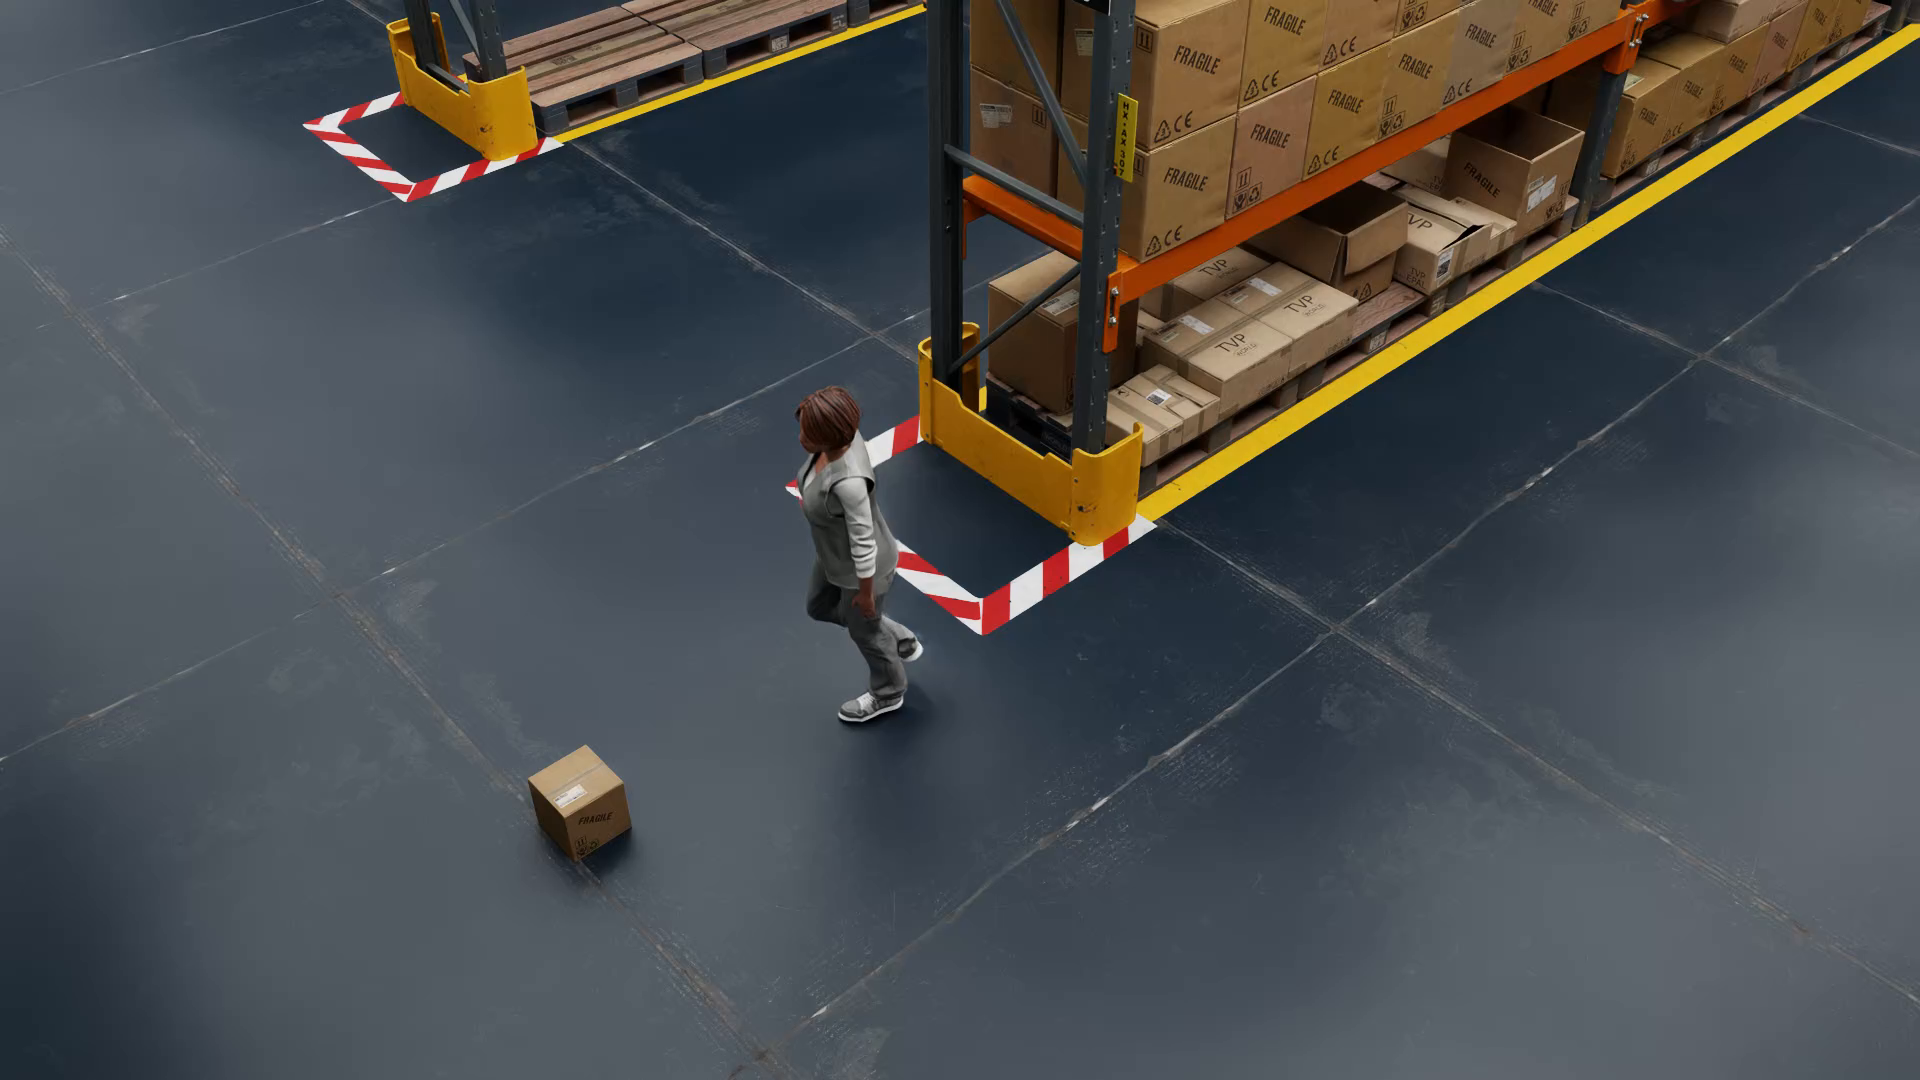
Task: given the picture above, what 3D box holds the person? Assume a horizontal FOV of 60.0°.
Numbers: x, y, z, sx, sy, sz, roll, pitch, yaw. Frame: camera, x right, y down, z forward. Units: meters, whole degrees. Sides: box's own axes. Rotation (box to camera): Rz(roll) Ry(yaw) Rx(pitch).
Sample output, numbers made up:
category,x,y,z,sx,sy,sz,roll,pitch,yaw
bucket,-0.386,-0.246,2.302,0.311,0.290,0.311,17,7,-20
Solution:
category,x,y,z,sx,sy,sz,roll,pitch,yaw
person,-0.346,0.064,6.076,0.458,1.590,0.467,-11,42,-13
